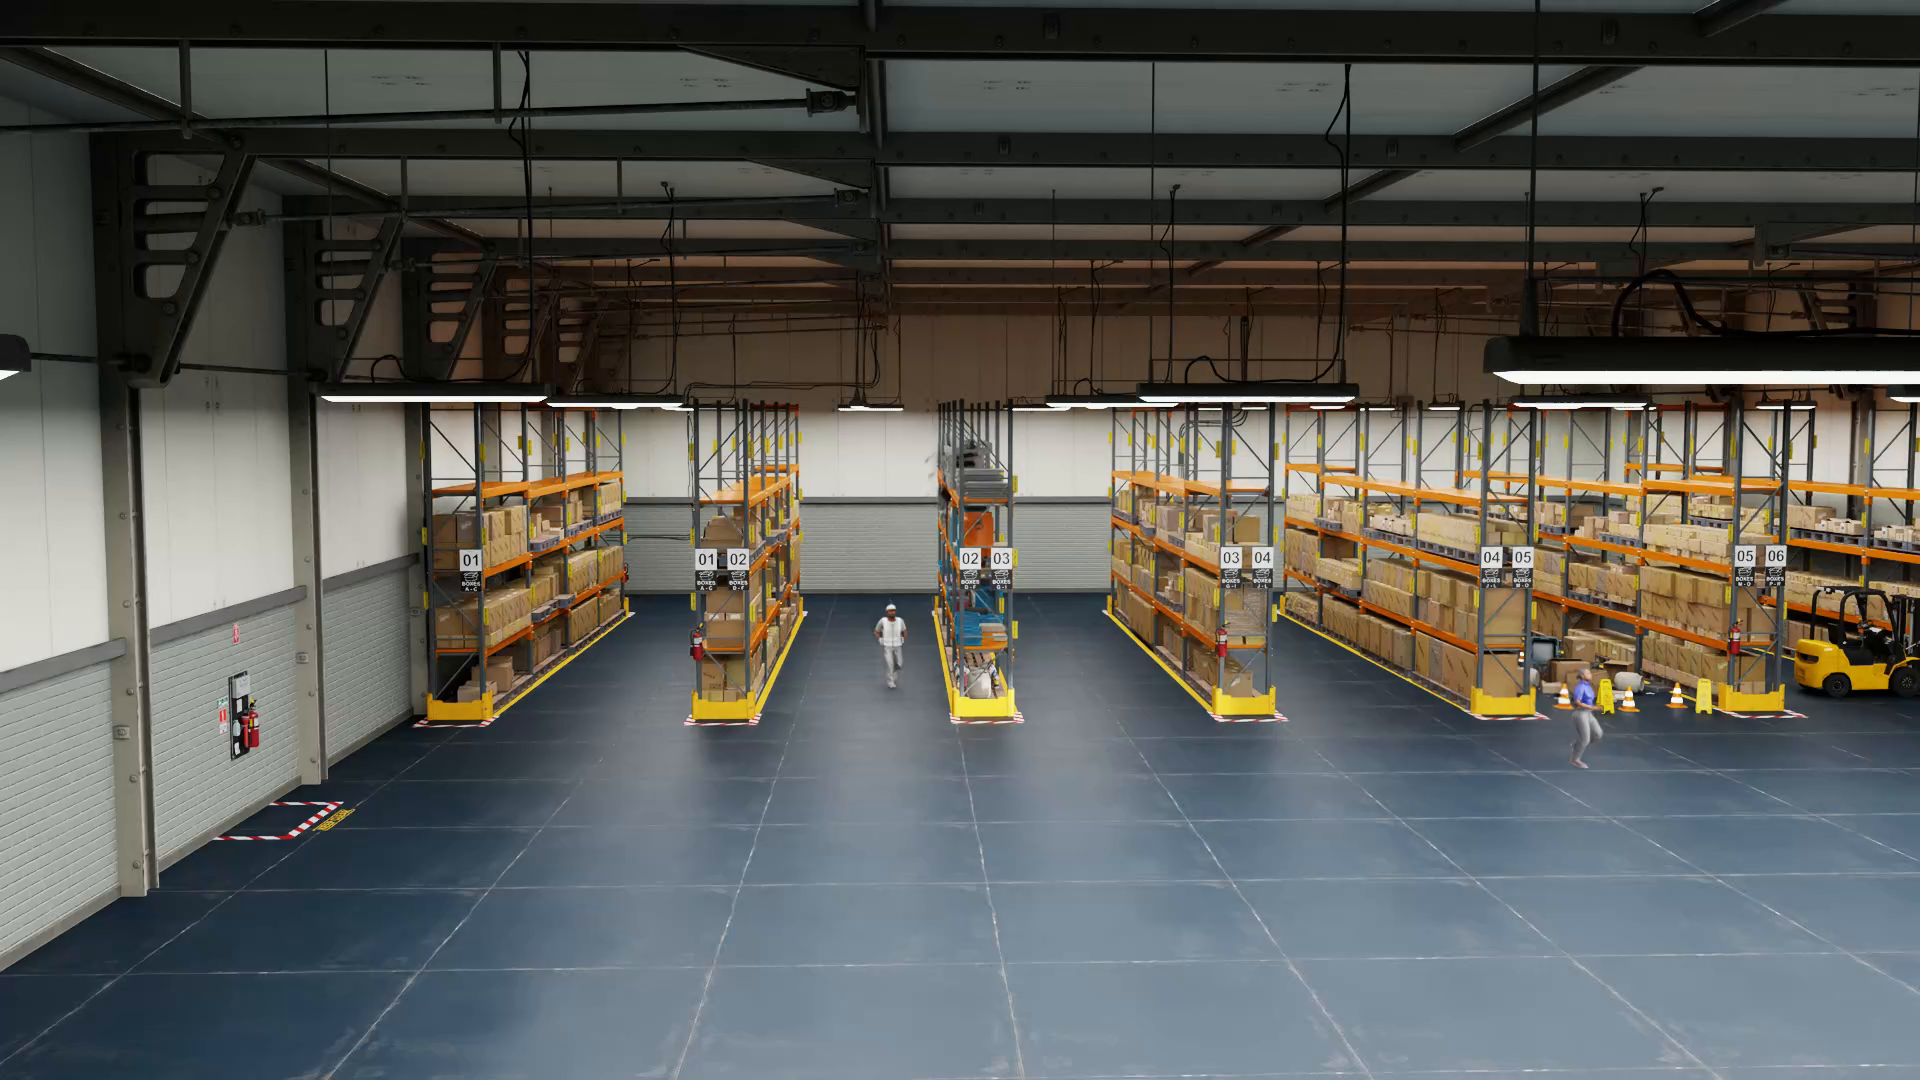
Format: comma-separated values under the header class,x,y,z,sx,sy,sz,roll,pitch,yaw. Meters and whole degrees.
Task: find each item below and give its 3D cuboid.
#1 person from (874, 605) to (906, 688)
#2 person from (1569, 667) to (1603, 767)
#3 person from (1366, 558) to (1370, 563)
class,x,y,z,sx,sy,sz,roll,pitch,yaw
person,-1.445,2.214,34.798,0.685,1.735,0.667,-1,4,-14
person,10.150,2.867,26.931,0.537,1.624,0.624,3,5,38
person,11.433,1.365,46.501,0.545,1.729,0.723,0,4,-5
